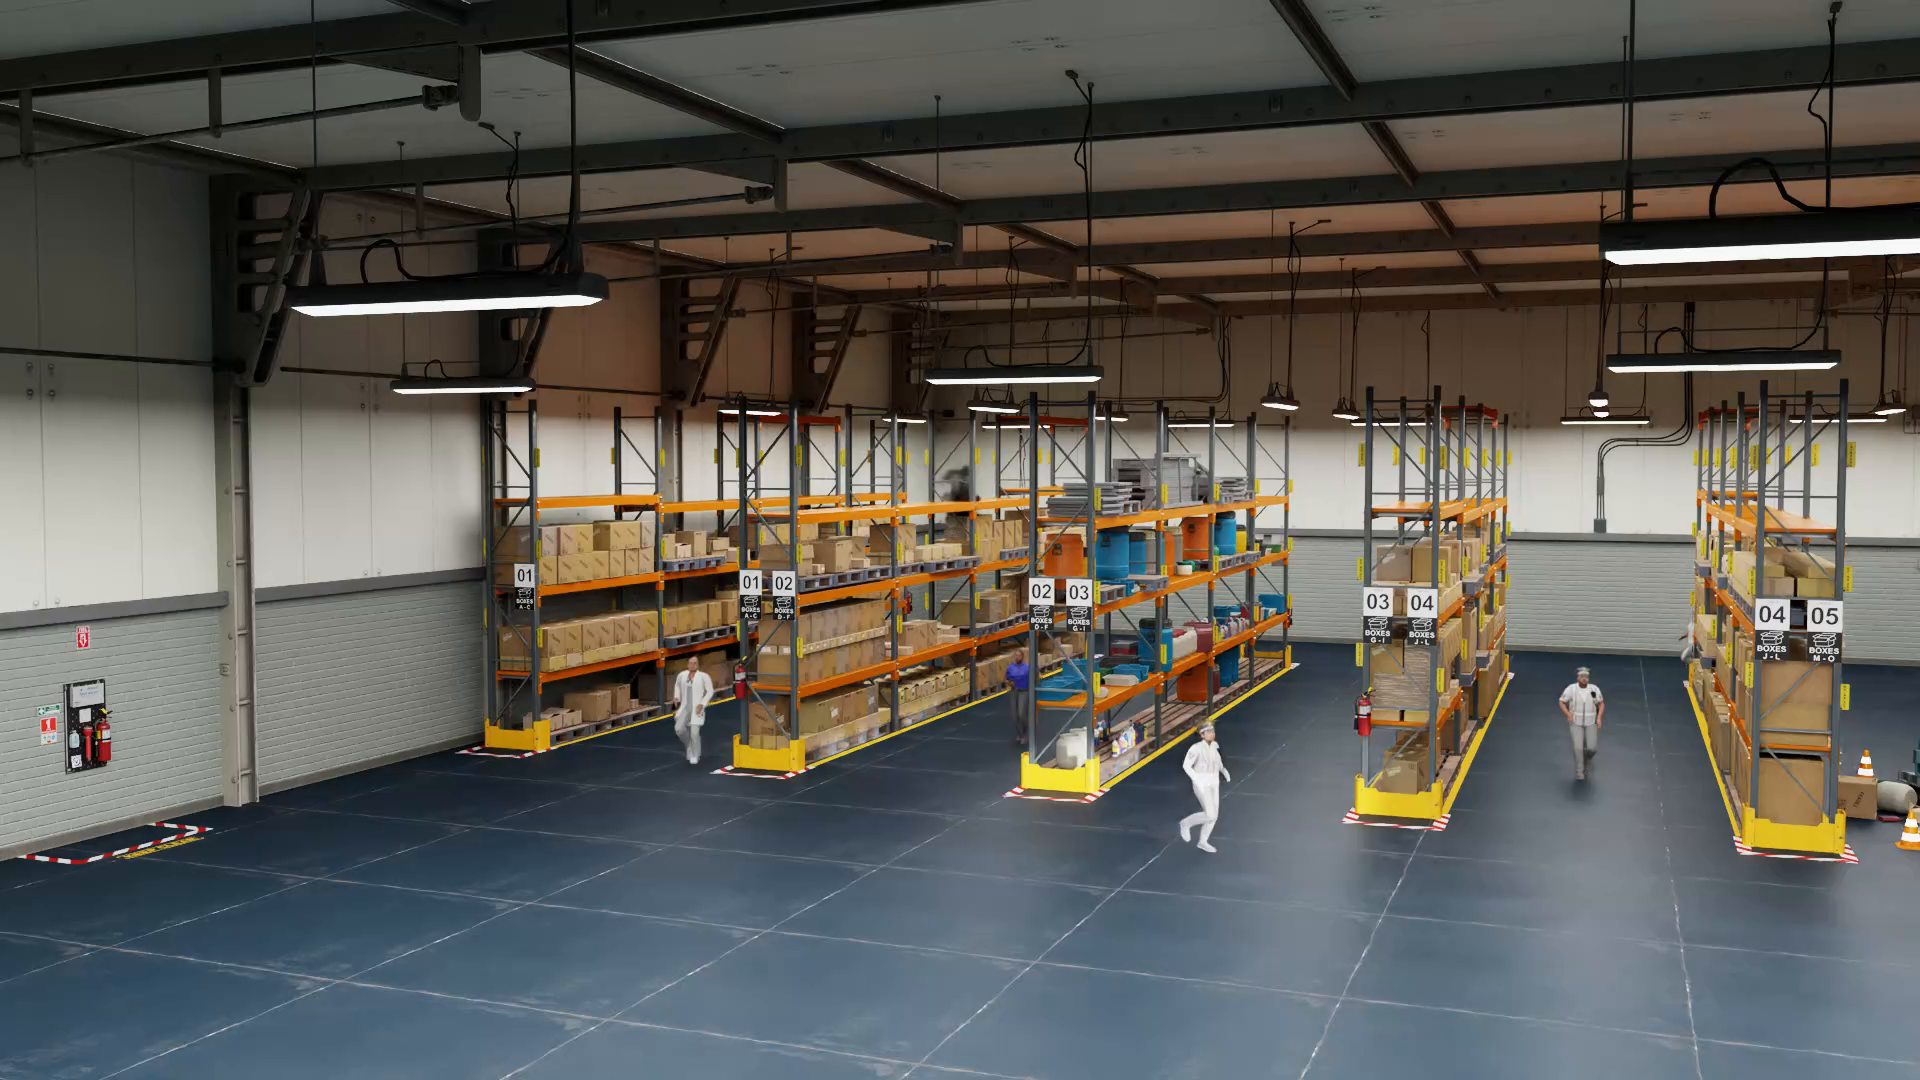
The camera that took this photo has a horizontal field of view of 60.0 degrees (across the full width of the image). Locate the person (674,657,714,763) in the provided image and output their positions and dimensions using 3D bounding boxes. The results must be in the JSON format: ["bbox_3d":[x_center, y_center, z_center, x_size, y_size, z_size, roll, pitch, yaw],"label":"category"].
[{"bbox_3d":[-4.410,2.789,27.263,0.737,1.742,0.568,1,3,14],"label":"person"}]

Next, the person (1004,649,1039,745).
[{"bbox_3d":[1.047,2.746,29.071,0.544,1.664,0.688,1,3,20],"label":"person"}]

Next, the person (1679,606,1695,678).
[{"bbox_3d":[16.450,2.309,37.254,0.562,1.698,0.770,0,3,4],"label":"person"}]

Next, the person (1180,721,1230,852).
[{"bbox_3d":[3.148,3.131,21.258,0.610,1.671,0.588,-2,4,-38],"label":"person"}]

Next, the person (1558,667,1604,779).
[{"bbox_3d":[9.724,2.847,26.016,0.682,1.749,0.598,1,3,13],"label":"person"}]
